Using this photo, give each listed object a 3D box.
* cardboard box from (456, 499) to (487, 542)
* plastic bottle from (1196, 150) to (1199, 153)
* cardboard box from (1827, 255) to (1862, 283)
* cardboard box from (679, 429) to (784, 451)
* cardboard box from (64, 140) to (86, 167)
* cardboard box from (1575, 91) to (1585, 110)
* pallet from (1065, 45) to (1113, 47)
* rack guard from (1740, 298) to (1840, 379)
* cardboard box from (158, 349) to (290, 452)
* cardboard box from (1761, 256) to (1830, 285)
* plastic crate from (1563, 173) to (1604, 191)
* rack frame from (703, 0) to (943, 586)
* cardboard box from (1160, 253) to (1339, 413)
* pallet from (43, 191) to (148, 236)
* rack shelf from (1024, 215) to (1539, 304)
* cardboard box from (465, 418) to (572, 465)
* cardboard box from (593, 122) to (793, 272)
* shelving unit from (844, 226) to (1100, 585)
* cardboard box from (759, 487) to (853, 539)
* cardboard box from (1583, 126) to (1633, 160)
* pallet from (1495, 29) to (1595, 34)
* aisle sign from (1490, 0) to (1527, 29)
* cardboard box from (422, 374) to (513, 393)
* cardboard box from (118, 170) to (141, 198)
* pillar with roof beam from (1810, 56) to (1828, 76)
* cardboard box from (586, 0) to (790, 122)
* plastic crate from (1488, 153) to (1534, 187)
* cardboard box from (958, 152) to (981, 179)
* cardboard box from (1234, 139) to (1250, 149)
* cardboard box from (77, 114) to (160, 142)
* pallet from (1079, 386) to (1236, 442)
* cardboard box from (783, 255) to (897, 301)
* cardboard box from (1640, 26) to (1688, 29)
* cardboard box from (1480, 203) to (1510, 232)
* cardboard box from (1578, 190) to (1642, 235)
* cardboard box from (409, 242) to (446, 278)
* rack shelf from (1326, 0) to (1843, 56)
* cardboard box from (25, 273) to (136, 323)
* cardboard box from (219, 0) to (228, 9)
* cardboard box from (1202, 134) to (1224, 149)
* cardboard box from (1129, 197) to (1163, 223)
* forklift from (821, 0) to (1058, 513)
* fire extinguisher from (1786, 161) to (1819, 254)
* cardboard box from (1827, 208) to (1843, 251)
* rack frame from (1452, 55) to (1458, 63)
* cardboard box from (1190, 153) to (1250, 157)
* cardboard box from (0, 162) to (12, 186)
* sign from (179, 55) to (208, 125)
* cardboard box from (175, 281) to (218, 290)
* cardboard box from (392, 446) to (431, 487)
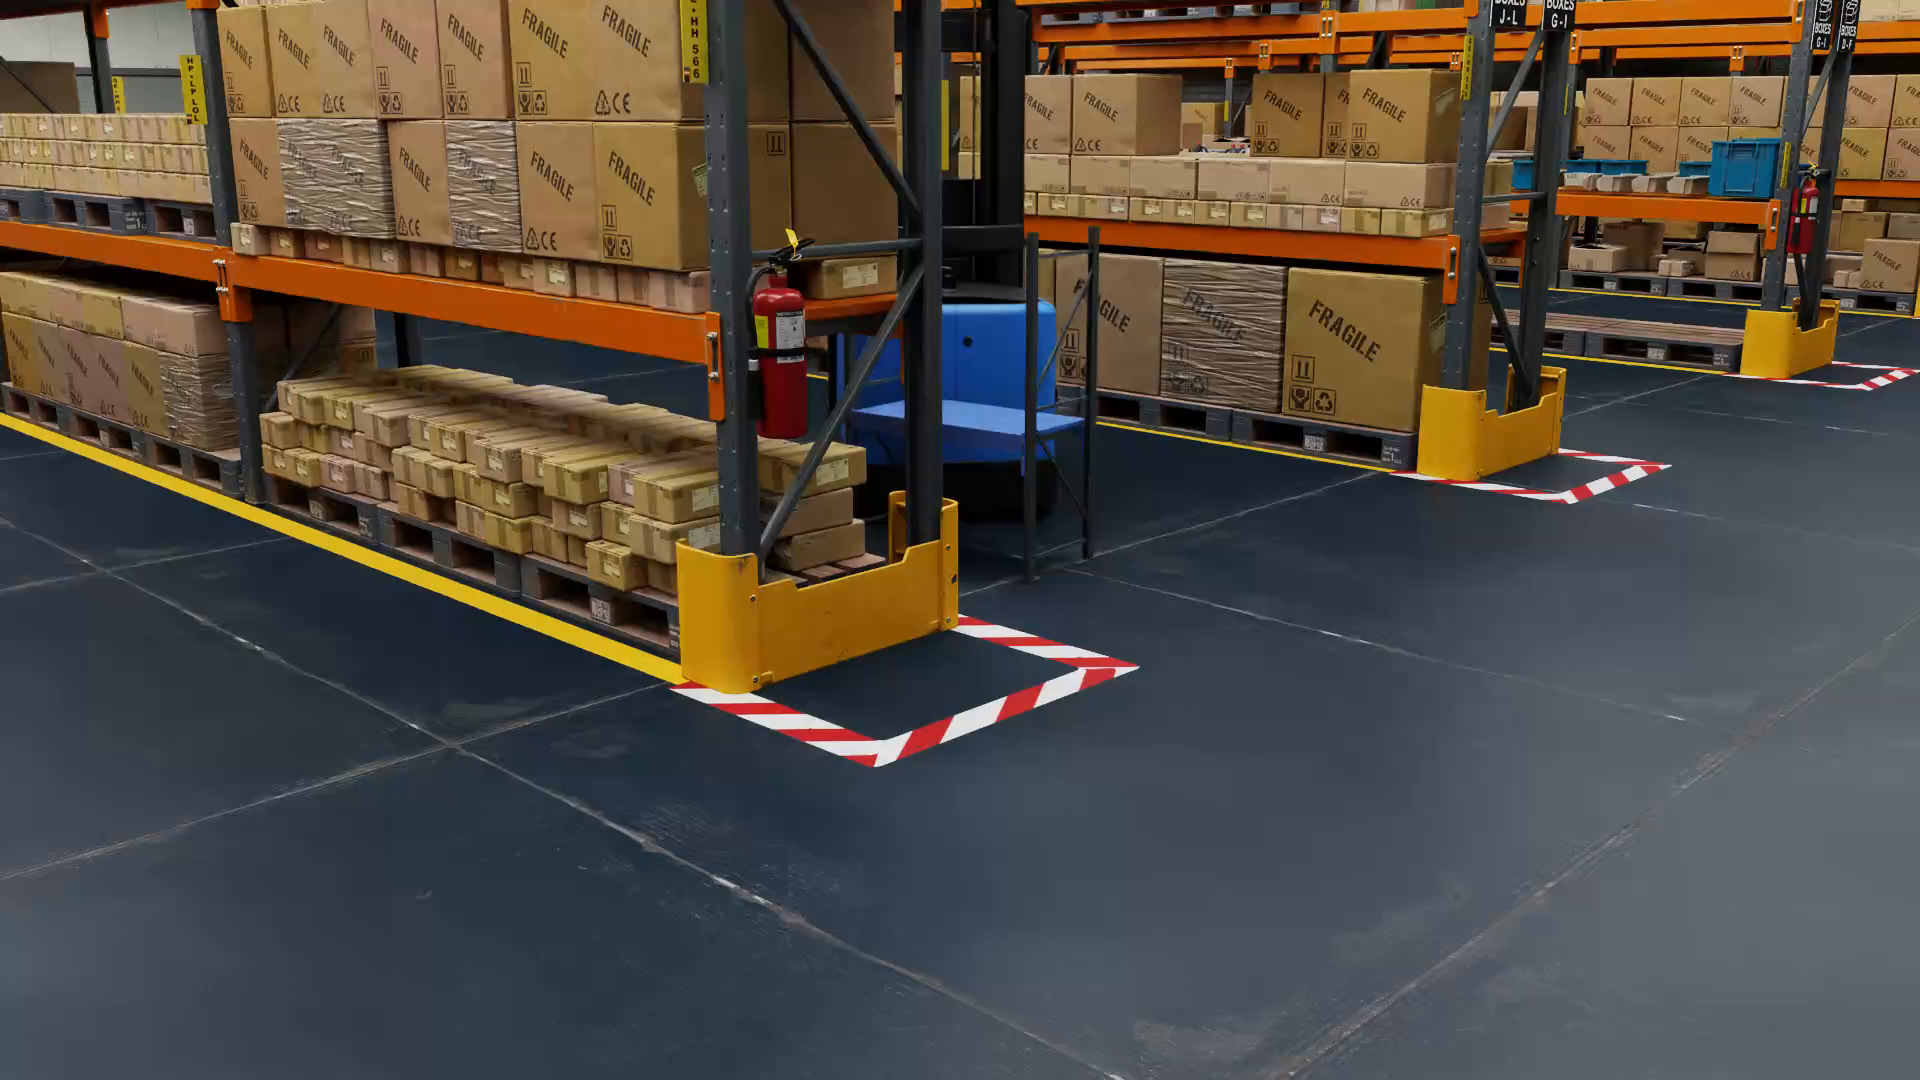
[{"bbox_3d":[-1.962,-0.116,7.249,0.380,0.149,0.250,-14,20,-43],"label":"cardboard box"},{"bbox_3d":[2.411,-3.829,16.935,0.097,0.271,0.097,0,15,0],"label":"plastic bottle"},{"bbox_3d":[9.384,-2.821,17.389,0.500,0.250,0.500,14,20,42],"label":"cardboard box"},{"bbox_3d":[-0.971,-0.383,7.093,0.250,0.149,0.380,14,20,42],"label":"cardboard box"},{"bbox_3d":[-5.078,-2.304,9.899,0.250,0.149,0.380,13,20,42],"label":"cardboard box"},{"bbox_3d":[8.885,-6.174,23.362,0.500,0.250,0.500,13,20,41],"label":"cardboard box"},{"bbox_3d":[1.944,-7.011,23.321,1.217,0.209,0.805,13,19,40],"label":"pallet"},{"bbox_3d":[6.524,-1.594,13.059,0.348,0.500,1.175,14,20,42],"label":"rack guard"},{"bbox_3d":[-4.043,-0.801,9.184,0.500,0.500,0.500,13,20,41],"label":"cardboard box"},{"bbox_3d":[8.713,-2.809,17.343,0.500,0.250,0.500,14,20,42],"label":"cardboard box"},{"bbox_3d":[5.143,-2.963,13.759,0.250,0.136,0.298,14,20,42],"label":"plastic crate"},{"bbox_3d":[-0.456,-1.024,5.913,0.127,3.000,1.000,14,20,42],"label":"rack frame"},{"bbox_3d":[1.889,-1.338,10.501,0.875,0.875,0.875,14,20,42],"label":"cardboard box"},{"bbox_3d":[-4.761,-1.992,10.010,1.213,0.211,1.003,14,20,42],"label":"pallet"},{"bbox_3d":[1.620,-1.909,10.734,4.000,0.370,1.077,14,20,42],"label":"rack shelf"},{"bbox_3d":[-1.915,-0.419,7.232,0.250,0.149,0.380,13,19,40],"label":"cardboard box"},{"bbox_3d":[-0.958,-1.248,5.985,0.500,0.500,0.500,-14,20,-43],"label":"cardboard box"},{"bbox_3d":[0.039,-0.664,7.504,1.048,1.500,0.538,11,18,37],"label":"shelving unit"},{"bbox_3d":[-0.655,-0.130,6.713,0.380,0.149,0.250,-14,20,-42],"label":"cardboard box"},{"bbox_3d":[7.237,-4.314,18.341,0.500,0.500,0.500,-14,20,-43],"label":"cardboard box"},{"bbox_3d":[6.638,-5.892,19.018,1.003,0.211,1.213,14,20,42],"label":"pallet"},{"bbox_3d":[2.904,-3.098,8.715,0.004,0.787,0.394,14,20,42],"label":"aisle sign"},{"bbox_3d":[-2.503,-0.741,8.467,0.250,0.149,0.380,13,20,42],"label":"cardboard box"},{"bbox_3d":[-4.508,-2.020,9.402,0.250,0.149,0.380,13,19,40],"label":"cardboard box"},{"bbox_3d":[8.611,-7.460,18.716,0.400,9.000,9.100,14,20,42],"label":"pillar with roof beam"},{"bbox_3d":[-0.958,-1.735,5.871,0.500,0.500,0.500,13,20,41],"label":"cardboard box"},{"bbox_3d":[4.590,-3.177,14.291,0.530,0.282,0.437,14,20,42],"label":"plastic crate"},{"bbox_3d":[0.337,-2.548,11.470,0.500,0.250,0.500,13,20,41],"label":"cardboard box"},{"bbox_3d":[3.948,-5.133,21.858,0.500,0.311,0.500,-13,19,-41],"label":"cardboard box"},{"bbox_3d":[-4.892,-2.404,9.693,0.250,0.149,0.380,13,20,41],"label":"cardboard box"},{"bbox_3d":[1.556,-0.896,10.954,1.213,0.211,1.003,14,20,42],"label":"pallet"},{"bbox_3d":[-0.461,-1.019,6.391,0.250,0.149,0.380,13,20,42],"label":"cardboard box"},{"bbox_3d":[7.595,-5.565,17.688,0.500,0.250,0.500,14,20,42],"label":"cardboard box"},{"bbox_3d":[3.033,-1.907,9.800,0.250,0.149,0.380,14,20,43],"label":"cardboard box"},{"bbox_3d":[9.295,-4.712,23.498,0.750,0.750,0.750,-14,20,-43],"label":"cardboard box"},{"bbox_3d":[-2.151,-1.233,7.215,0.380,0.149,0.250,-14,20,-42],"label":"cardboard box"},{"bbox_3d":[5.058,-4.259,13.807,4.000,0.370,1.077,14,20,42],"label":"rack shelf"},{"bbox_3d":[-5.521,-1.527,10.482,0.500,0.250,0.500,13,20,42],"label":"cardboard box"},{"bbox_3d":[-8.301,-6.126,19.050,0.380,0.149,0.250,-14,20,-43],"label":"cardboard box"},{"bbox_3d":[4.184,-6.669,27.836,0.500,0.250,0.500,14,20,42],"label":"cardboard box"},{"bbox_3d":[1.286,-2.100,10.542,0.250,0.149,0.380,13,19,41],"label":"cardboard box"},{"bbox_3d":[-0.228,-1.875,9.316,1.130,2.935,3.031,-2,15,-8],"label":"forklift"},{"bbox_3d":[6.291,-2.479,12.390,0.183,0.674,0.296,14,20,42],"label":"fire extinguisher"},{"bbox_3d":[11.321,-4.059,21.688,0.500,0.500,0.700,13,20,42],"label":"cardboard box"},{"bbox_3d":[7.615,-6.004,25.025,0.127,3.000,1.000,14,20,42],"label":"rack frame"},{"bbox_3d":[1.785,-2.380,10.824,0.500,0.250,0.500,13,20,41],"label":"cardboard box"},{"bbox_3d":[-6.033,-2.391,10.824,0.250,0.149,0.380,13,20,41],"label":"cardboard box"},{"bbox_3d":[-3.718,-2.183,8.065,0.005,0.325,0.100,14,20,42],"label":"sign"},{"bbox_3d":[-4.433,-1.441,10.149,0.500,0.250,0.500,-14,20,-42],"label":"cardboard box"},{"bbox_3d":[-2.340,-0.350,7.558,0.250,0.149,0.380,13,20,42],"label":"cardboard box"}]
